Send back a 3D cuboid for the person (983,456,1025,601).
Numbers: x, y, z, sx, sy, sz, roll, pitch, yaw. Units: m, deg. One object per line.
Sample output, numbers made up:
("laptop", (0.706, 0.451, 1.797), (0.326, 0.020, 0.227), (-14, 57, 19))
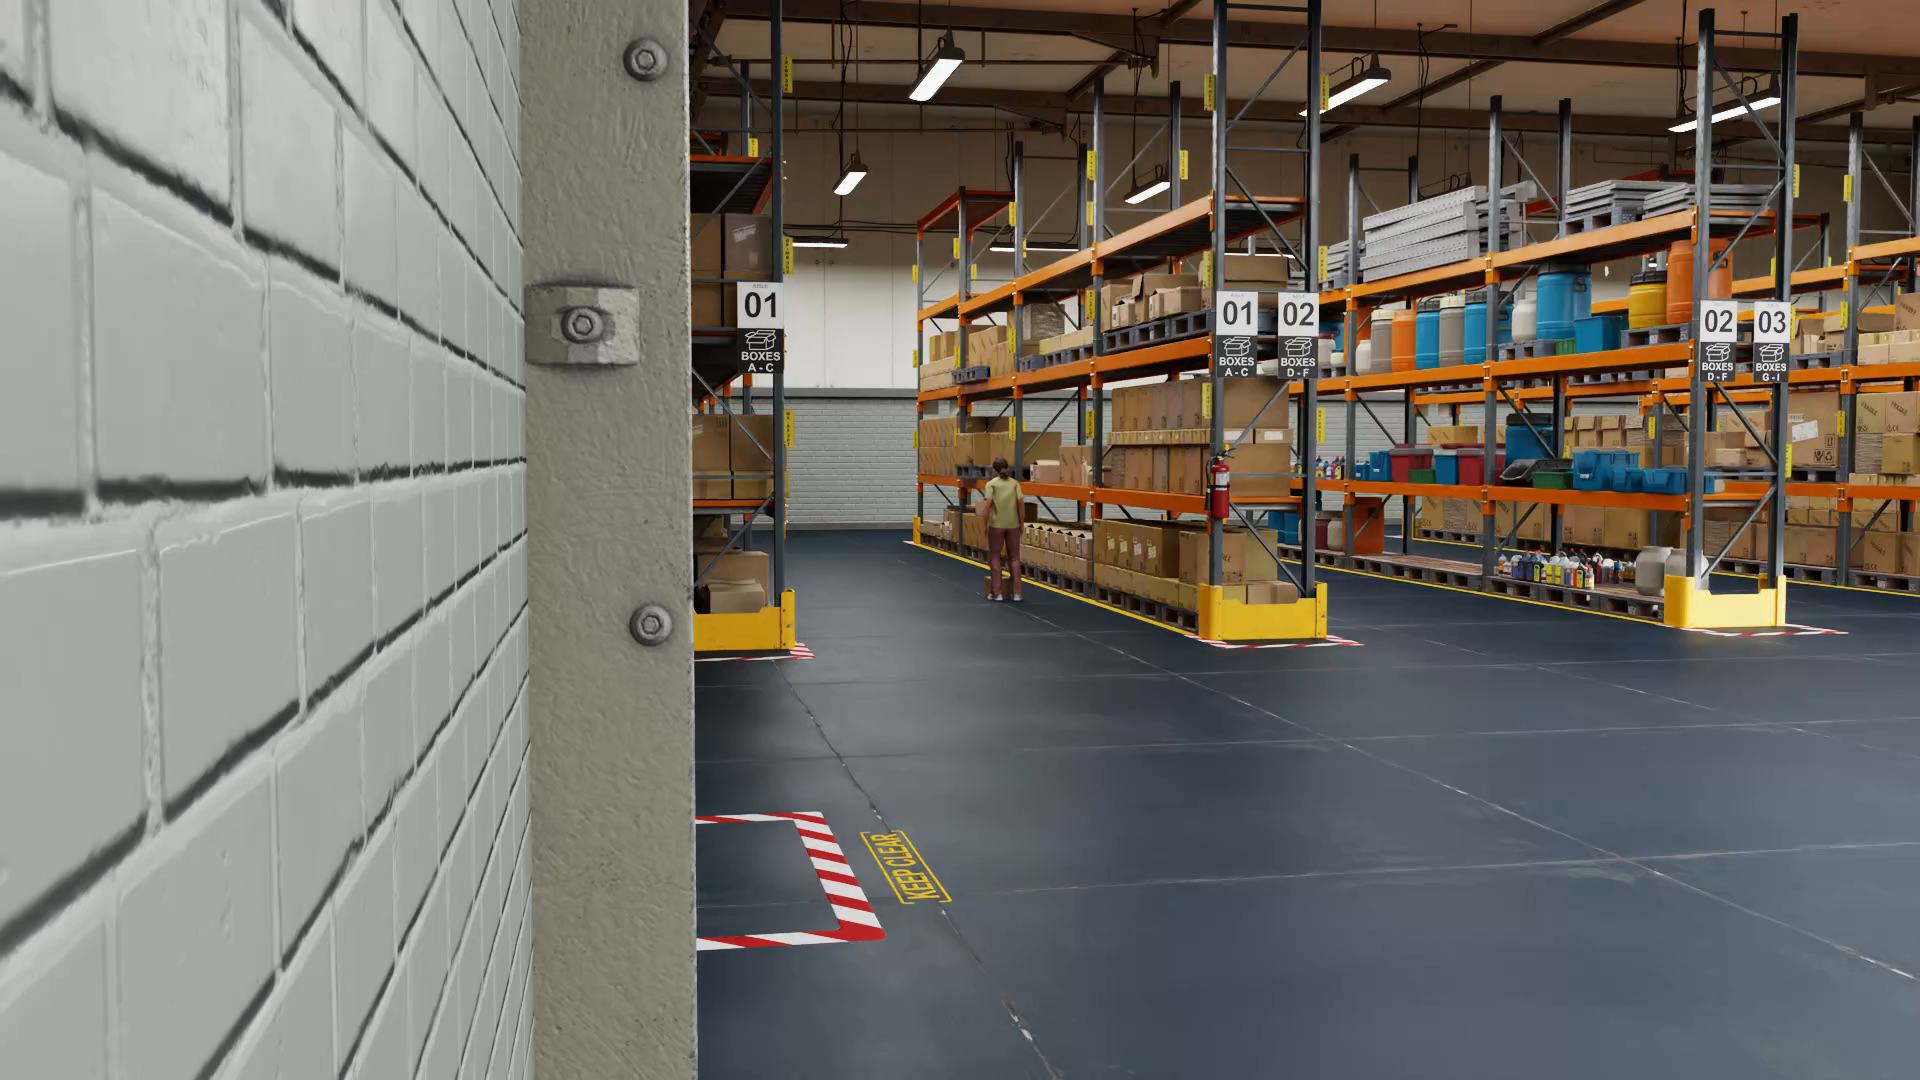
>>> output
("person", (0.494, -0.133, 19.272), (0.510, 1.671, 0.416), (-1, 3, -15))
